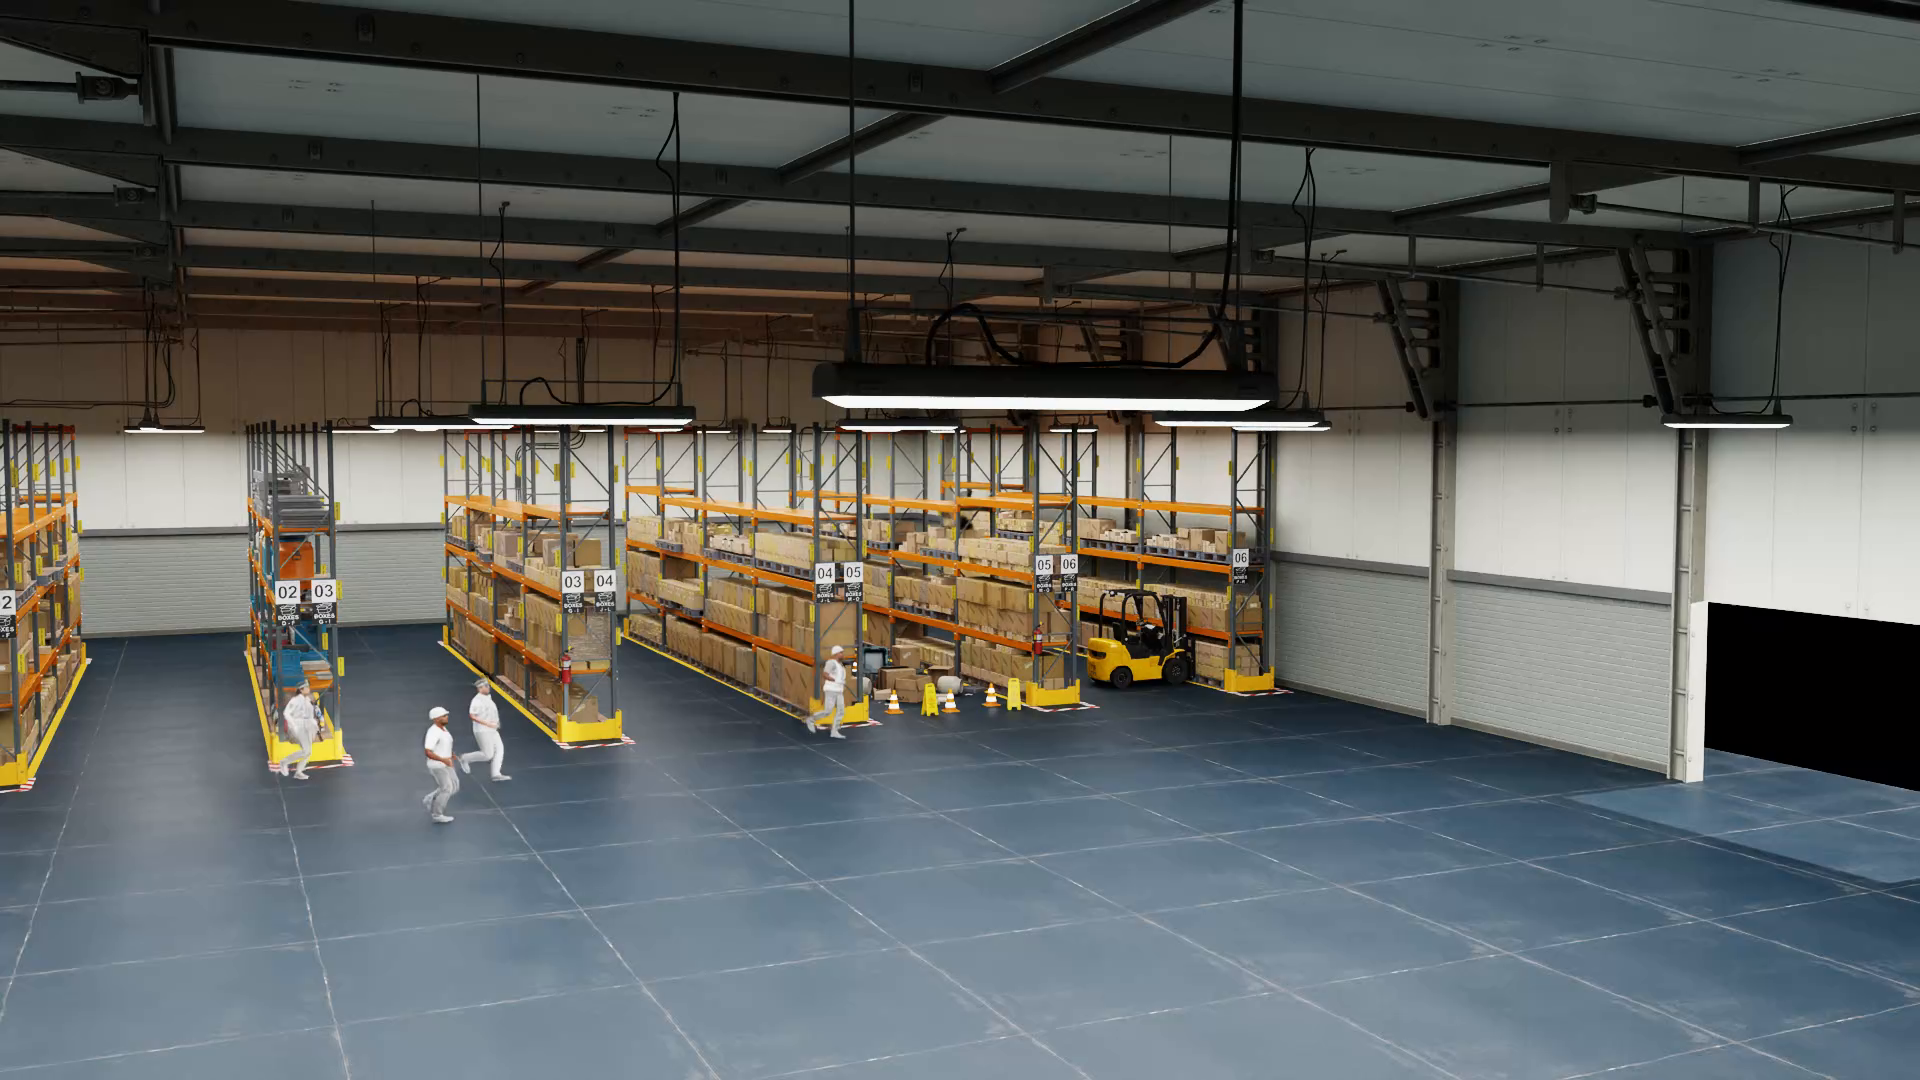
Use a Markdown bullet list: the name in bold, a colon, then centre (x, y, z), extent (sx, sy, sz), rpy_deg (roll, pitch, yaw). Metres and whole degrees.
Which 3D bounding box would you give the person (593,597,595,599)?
- **person**: centre (-10.493, 1.893, 48.548), extent (0.701, 1.603, 0.600), rpy_deg (3, 5, 44)

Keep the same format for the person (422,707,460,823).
- **person**: centre (-7.691, 3.321, 24.579), extent (0.576, 1.721, 0.679), rpy_deg (0, 4, -3)

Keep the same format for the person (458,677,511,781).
- **person**: centre (-7.868, 3.136, 27.571), extent (0.835, 1.743, 0.677), rpy_deg (0, 4, 6)

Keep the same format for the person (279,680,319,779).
- **person**: centre (-11.031, 3.134, 27.884), extent (0.473, 1.582, 0.645), rpy_deg (0, 4, 8)

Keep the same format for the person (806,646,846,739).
- **person**: centre (-2.449, 2.880, 31.749), extent (0.860, 1.727, 0.678), rpy_deg (2, 4, 25)
